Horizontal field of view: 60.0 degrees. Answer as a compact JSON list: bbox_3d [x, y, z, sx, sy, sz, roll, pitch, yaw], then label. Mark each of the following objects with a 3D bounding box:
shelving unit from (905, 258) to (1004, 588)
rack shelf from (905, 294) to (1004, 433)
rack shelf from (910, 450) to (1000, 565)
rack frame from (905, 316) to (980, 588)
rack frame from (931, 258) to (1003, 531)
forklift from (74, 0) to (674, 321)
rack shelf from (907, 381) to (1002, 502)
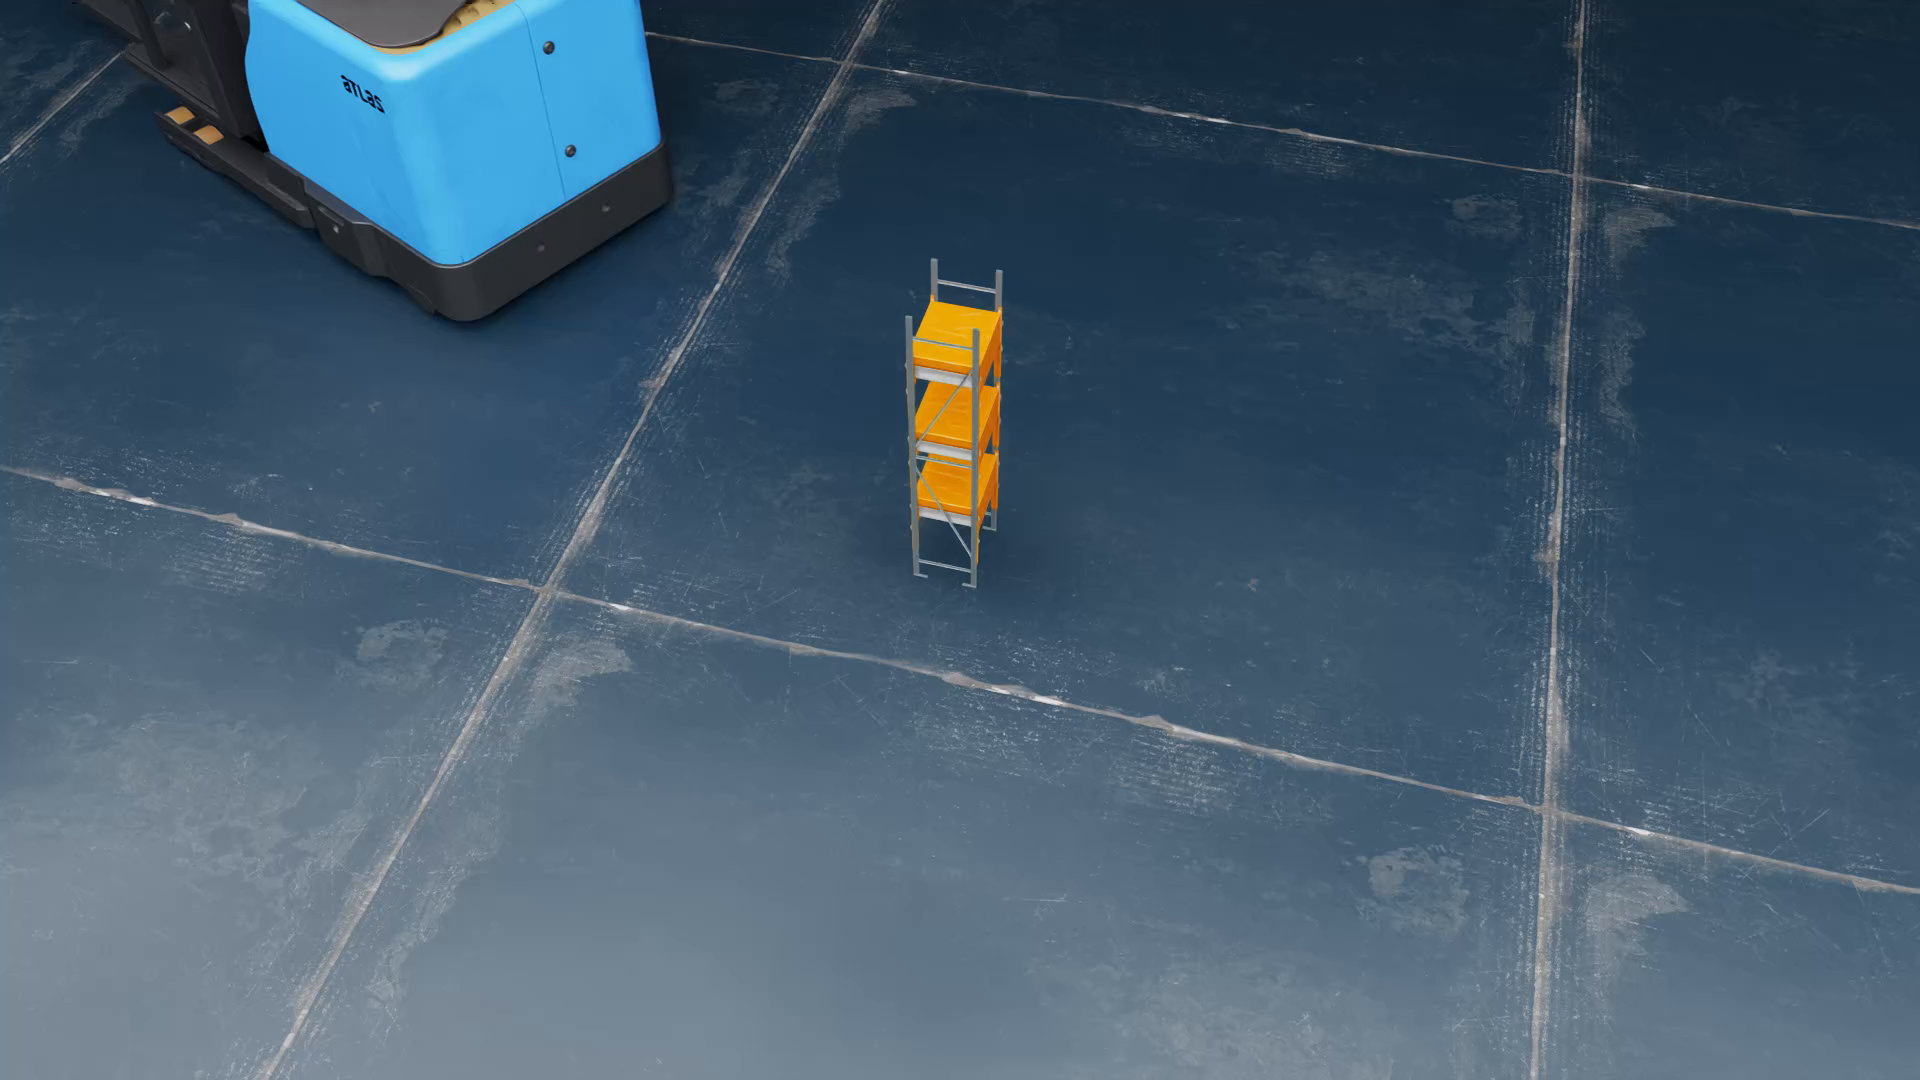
[{"bbox_3d":[-0.014,-0.309,4.822,0.215,1.050,0.252,12,50,10],"label":"shelving unit"},{"bbox_3d":[-0.014,-0.489,4.617,0.215,0.259,0.240,12,50,10],"label":"rack shelf"},{"bbox_3d":[-0.014,-0.118,5.039,0.215,0.259,0.240,12,50,10],"label":"rack shelf"},{"bbox_3d":[-0.046,-0.220,4.744,0.200,1.050,0.008,12,50,10],"label":"rack frame"},{"bbox_3d":[0.018,-0.397,4.900,0.200,1.050,0.008,12,50,10],"label":"rack frame"},{"bbox_3d":[-2.535,-2.693,5.672,3.031,2.935,1.130,33,56,26],"label":"forklift"},{"bbox_3d":[-0.014,-0.302,4.830,0.215,0.259,0.240,12,50,10],"label":"rack shelf"}]
